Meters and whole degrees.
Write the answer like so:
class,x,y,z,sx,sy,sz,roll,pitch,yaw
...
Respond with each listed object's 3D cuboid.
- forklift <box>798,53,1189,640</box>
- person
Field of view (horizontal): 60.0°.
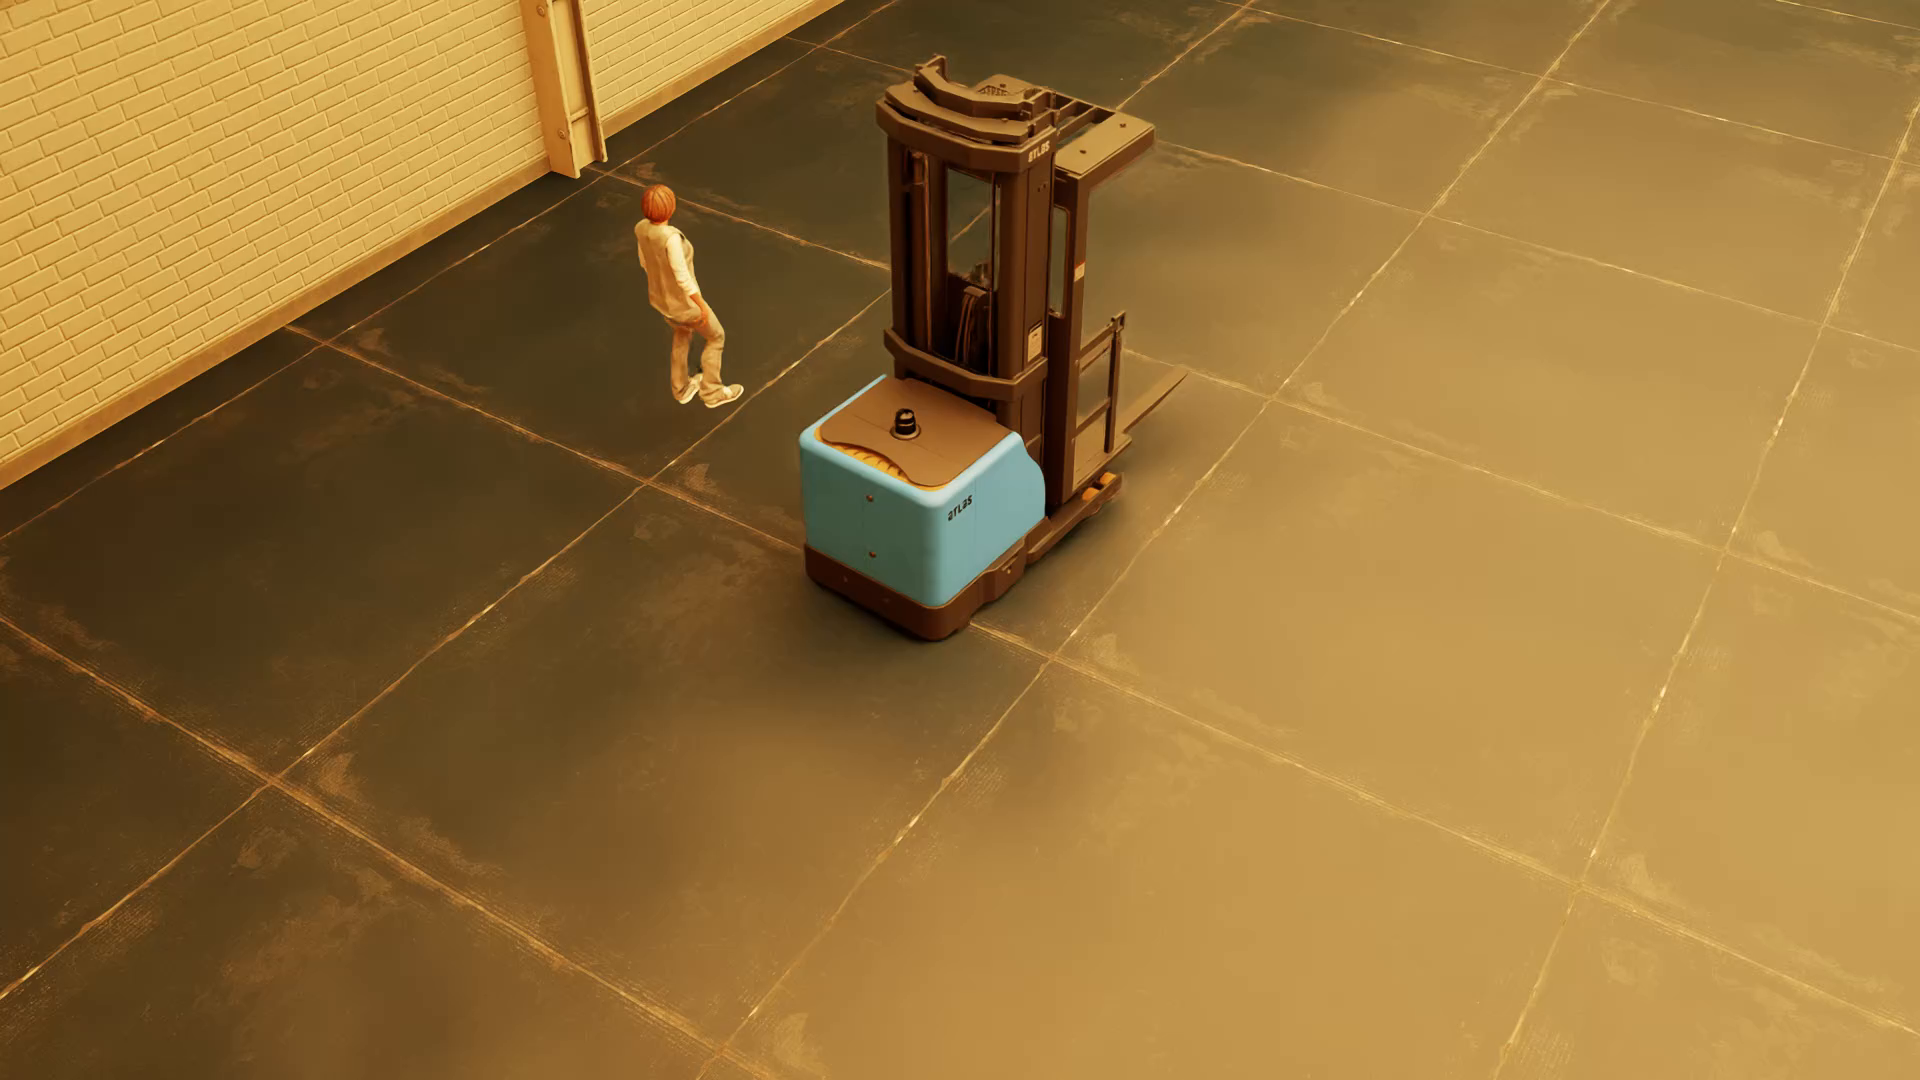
class,x,y,z,sx,sy,sz,roll,pitch,yaw
forklift,0.369,-1.454,9.682,1.130,2.935,3.031,26,47,27
person,-1.733,-1.528,10.434,0.517,1.585,0.426,31,49,31
